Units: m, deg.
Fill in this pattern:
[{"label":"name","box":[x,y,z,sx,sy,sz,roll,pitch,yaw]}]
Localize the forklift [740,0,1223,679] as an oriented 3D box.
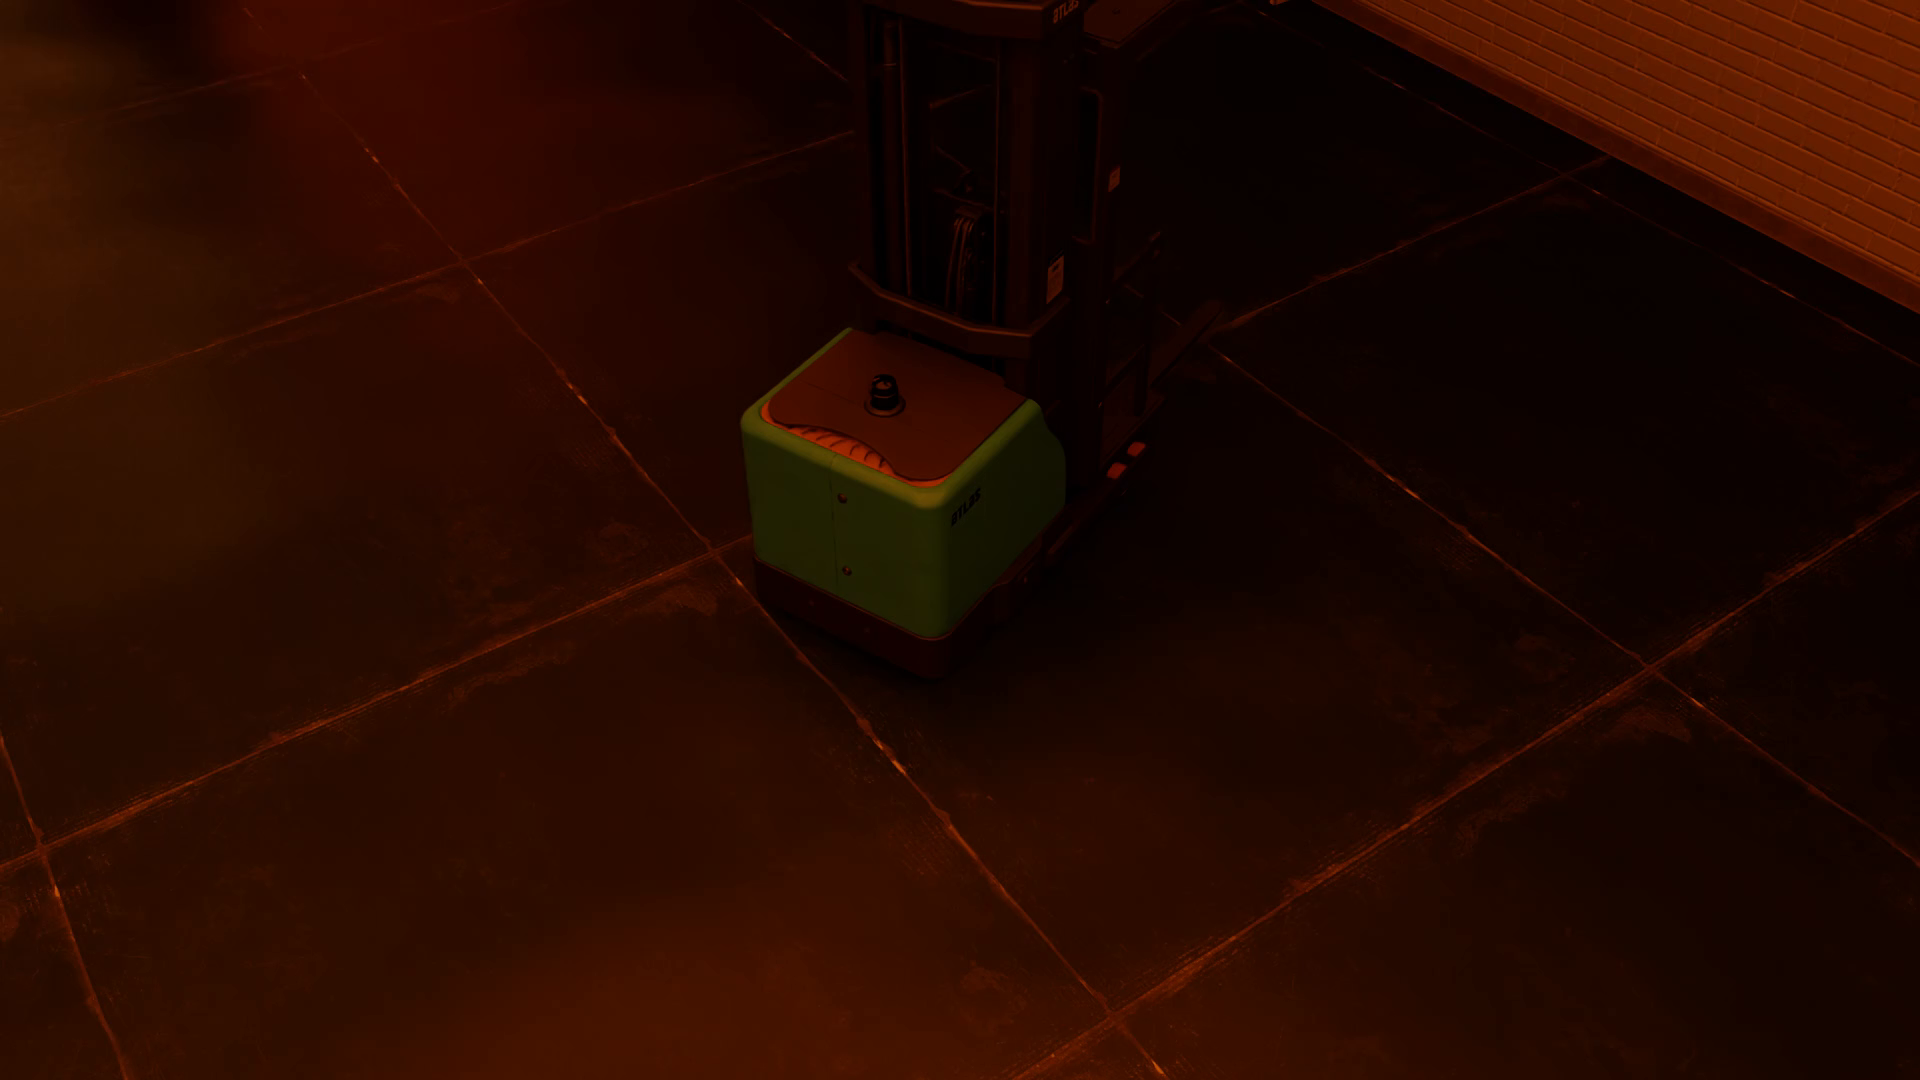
[{"label":"forklift","box":[0.302,-1.454,7.294,1.130,2.935,3.031,24,48,24]}]
